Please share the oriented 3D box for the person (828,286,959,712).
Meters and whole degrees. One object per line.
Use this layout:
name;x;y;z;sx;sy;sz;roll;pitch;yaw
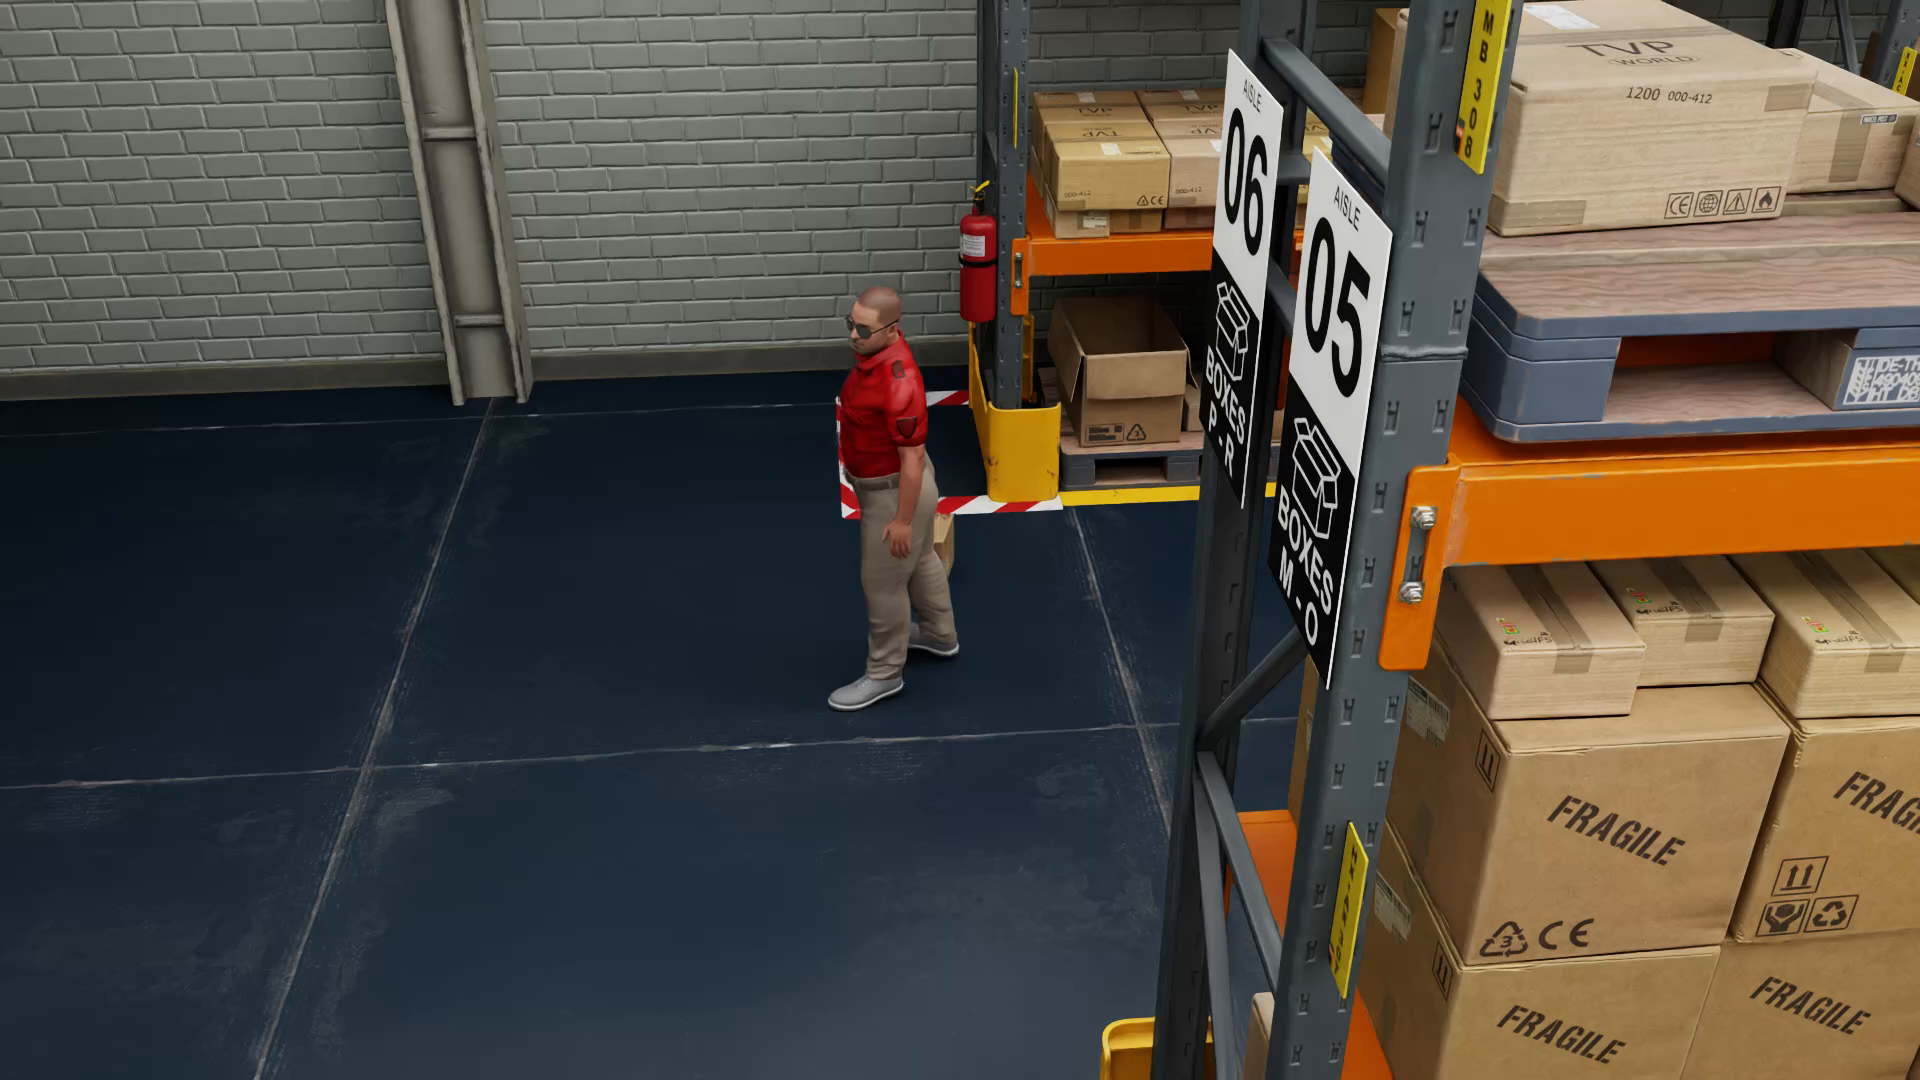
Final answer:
person;-0.274;-0.186;6.452;0.565;1.728;0.568;-4;31;-6
